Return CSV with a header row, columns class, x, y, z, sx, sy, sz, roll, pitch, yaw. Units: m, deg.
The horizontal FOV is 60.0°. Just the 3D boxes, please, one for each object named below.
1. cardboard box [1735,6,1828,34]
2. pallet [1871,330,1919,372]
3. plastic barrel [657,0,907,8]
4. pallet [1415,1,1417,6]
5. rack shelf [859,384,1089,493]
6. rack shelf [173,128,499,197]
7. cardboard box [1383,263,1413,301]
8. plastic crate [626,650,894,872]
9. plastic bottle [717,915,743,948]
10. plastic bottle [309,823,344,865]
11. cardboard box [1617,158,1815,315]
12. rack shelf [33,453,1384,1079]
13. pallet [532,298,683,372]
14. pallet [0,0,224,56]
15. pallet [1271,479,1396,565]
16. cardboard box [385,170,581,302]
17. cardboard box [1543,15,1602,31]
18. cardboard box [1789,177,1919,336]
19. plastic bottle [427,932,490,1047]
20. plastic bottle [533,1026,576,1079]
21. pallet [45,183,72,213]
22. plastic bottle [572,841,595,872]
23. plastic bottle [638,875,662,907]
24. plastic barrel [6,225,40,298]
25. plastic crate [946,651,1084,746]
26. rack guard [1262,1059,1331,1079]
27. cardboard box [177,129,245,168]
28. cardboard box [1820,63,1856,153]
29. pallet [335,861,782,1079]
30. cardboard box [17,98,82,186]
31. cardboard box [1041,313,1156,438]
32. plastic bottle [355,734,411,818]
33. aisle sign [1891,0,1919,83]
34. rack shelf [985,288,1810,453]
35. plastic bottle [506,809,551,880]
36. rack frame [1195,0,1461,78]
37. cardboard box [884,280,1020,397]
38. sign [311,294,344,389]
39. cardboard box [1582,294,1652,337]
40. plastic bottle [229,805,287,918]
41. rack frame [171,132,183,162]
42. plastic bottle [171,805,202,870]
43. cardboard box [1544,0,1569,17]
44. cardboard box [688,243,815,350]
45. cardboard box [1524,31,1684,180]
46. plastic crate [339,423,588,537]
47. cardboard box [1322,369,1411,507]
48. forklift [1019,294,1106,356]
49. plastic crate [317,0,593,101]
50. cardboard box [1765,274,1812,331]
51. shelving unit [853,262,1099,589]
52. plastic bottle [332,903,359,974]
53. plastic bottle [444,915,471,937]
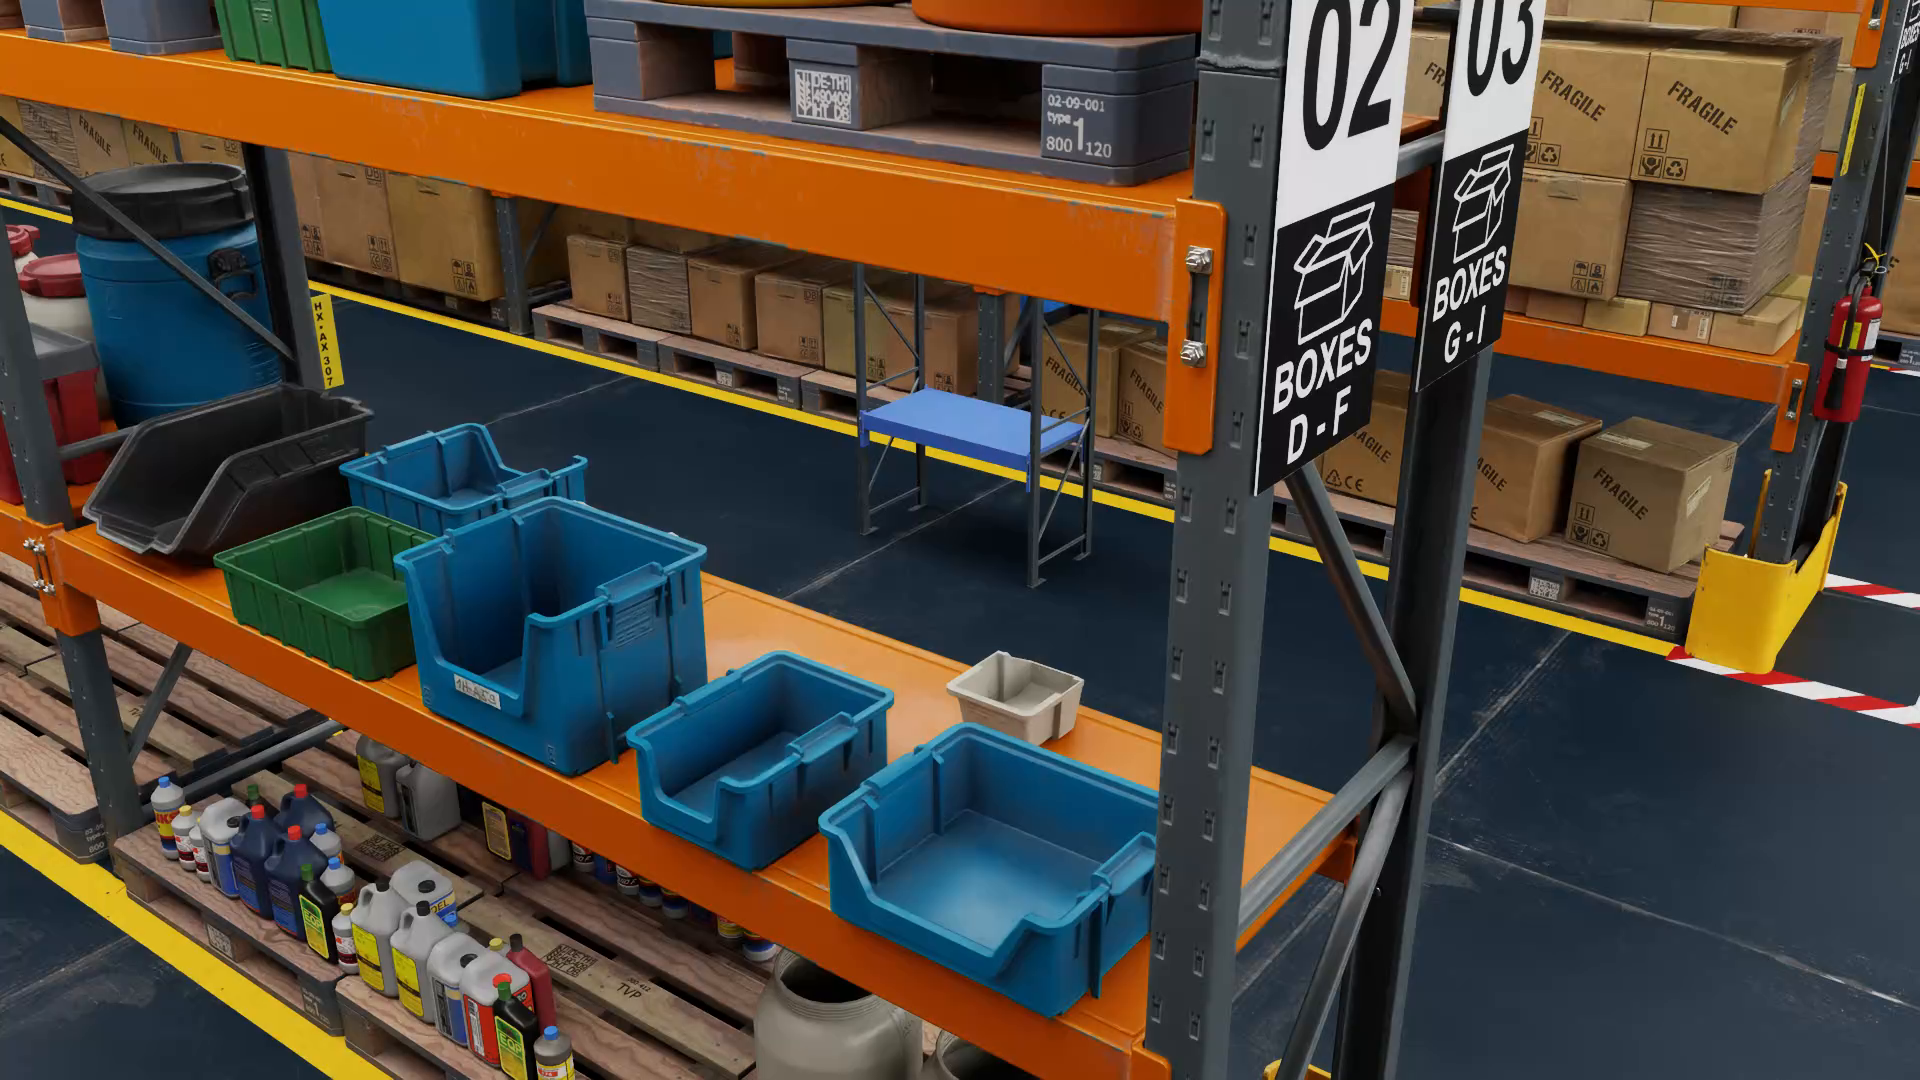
class,x,y,z,sx,sy,sz,roll,pitch,yaw
cardboard box,5.560,-3.533,11.023,0.550,0.550,0.875,17,29,33
pallet,6.009,-1.478,11.342,1.213,0.211,1.003,17,29,33
plastic barrel,-0.318,-1.297,3.000,0.600,0.588,0.600,0,24,0
pallet,4.791,-5.588,17.451,1.213,0.211,1.003,17,29,33
rack shelf,0.068,-0.501,7.973,1.000,0.185,0.538,17,29,33
rack shelf,-4.361,-3.099,12.455,4.000,0.370,1.077,17,29,33
cardboard box,2.025,-1.226,7.624,0.250,0.149,0.380,17,29,33
plastic crate,-0.426,0.473,3.641,0.408,0.251,0.499,17,29,33
plastic bottle,-0.677,1.103,4.950,0.097,0.201,0.097,0,24,0
plastic bottle,-1.945,0.993,5.113,0.097,0.271,0.097,0,24,0
cardboard box,3.217,-1.334,7.063,0.500,0.500,0.875,17,29,33
rack shelf,-0.930,0.434,4.437,4.000,0.370,1.077,17,29,33
pallet,-2.137,-1.479,11.345,1.213,0.211,1.003,17,29,33
pallet,-1.895,-1.522,4.499,1.003,0.211,1.213,17,29,33
pallet,1.979,-0.255,8.567,1.213,0.211,1.003,17,29,33
cardboard box,-3.301,-2.338,11.950,0.875,0.875,1.225,15,28,31
cardboard box,2.567,-2.114,7.594,0.500,0.500,0.500,17,29,33
cardboard box,6.114,-1.948,11.066,0.875,0.875,0.875,17,29,34
plastic bottle,-1.359,1.227,4.577,0.135,0.276,0.152,16,28,32
plastic bottle,-1.063,1.365,4.357,0.097,0.201,0.097,0,24,0
pallet,-7.504,-3.139,15.114,1.213,0.211,1.003,17,29,33
plastic bottle,-1.192,0.948,5.304,0.097,0.201,0.097,0,24,0
plastic bottle,-0.948,0.989,5.122,0.097,0.271,0.097,0,24,0
plastic barrel,-3.752,-0.921,6.451,0.433,0.535,0.433,0,24,0
plastic crate,0.147,0.389,3.975,0.250,0.136,0.298,17,29,33
rack guard,0.581,1.729,3.706,0.348,0.500,1.175,17,29,33
cardboard box,-5.438,-2.983,13.415,0.875,0.875,1.225,17,29,33
cardboard box,5.919,-2.855,10.824,0.550,0.550,0.875,17,29,33
pallet,-1.038,1.368,4.884,1.213,0.211,1.003,17,29,33
cardboard box,-7.874,-3.750,15.155,0.875,0.875,0.875,17,29,33
cardboard box,0.736,-0.916,9.187,0.500,0.500,0.500,16,28,32
plastic bottle,-1.929,0.741,5.588,0.185,0.351,0.144,17,29,33
aisle sign,3.510,-2.088,6.044,0.004,0.787,0.394,17,29,33
rack shelf,2.040,-1.164,8.064,4.000,0.370,1.077,17,29,33
plastic bottle,-1.366,0.925,5.254,0.133,0.283,0.061,17,29,33
rack frame,0.670,-2.157,1.985,0.127,3.000,1.000,17,29,33
cardboard box,-0.039,-1.190,9.785,0.500,0.500,0.700,14,28,29
sign,-2.192,-0.681,5.731,0.005,0.325,0.100,17,29,33
cardboard box,2.858,-1.002,7.115,0.250,0.149,0.380,17,29,33
plastic bottle,-2.134,0.961,5.089,0.185,0.351,0.144,18,29,35
rack frame,-5.962,-3.912,13.408,0.127,3.000,1.000,17,29,33
plastic bottle,-2.457,0.943,5.314,0.097,0.201,0.097,0,24,0
cardboard box,4.280,-3.920,11.901,0.550,0.550,0.875,17,29,33
cardboard box,-1.304,-1.581,10.673,0.500,0.500,0.700,20,31,38
cardboard box,2.649,-1.822,6.931,0.500,0.500,0.500,17,29,33
plastic crate,-1.482,-0.131,5.011,0.616,0.251,0.499,17,29,33
cardboard box,2.162,-0.505,8.256,0.500,0.500,0.500,20,31,38
forklift,-0.488,-2.979,11.375,3.031,2.935,1.130,16,29,32
plastic crate,-1.037,-1.141,3.419,0.575,0.384,0.392,17,29,33
cardboard box,3.555,-1.041,7.203,0.250,0.149,0.380,17,29,33
shelving unit,0.068,-0.666,7.901,1.048,1.500,0.538,17,29,33
plastic bottle,-1.770,1.151,4.843,0.097,0.201,0.097,0,24,0
plastic bottle,-1.456,1.173,4.792,0.097,0.201,0.097,0,24,0
